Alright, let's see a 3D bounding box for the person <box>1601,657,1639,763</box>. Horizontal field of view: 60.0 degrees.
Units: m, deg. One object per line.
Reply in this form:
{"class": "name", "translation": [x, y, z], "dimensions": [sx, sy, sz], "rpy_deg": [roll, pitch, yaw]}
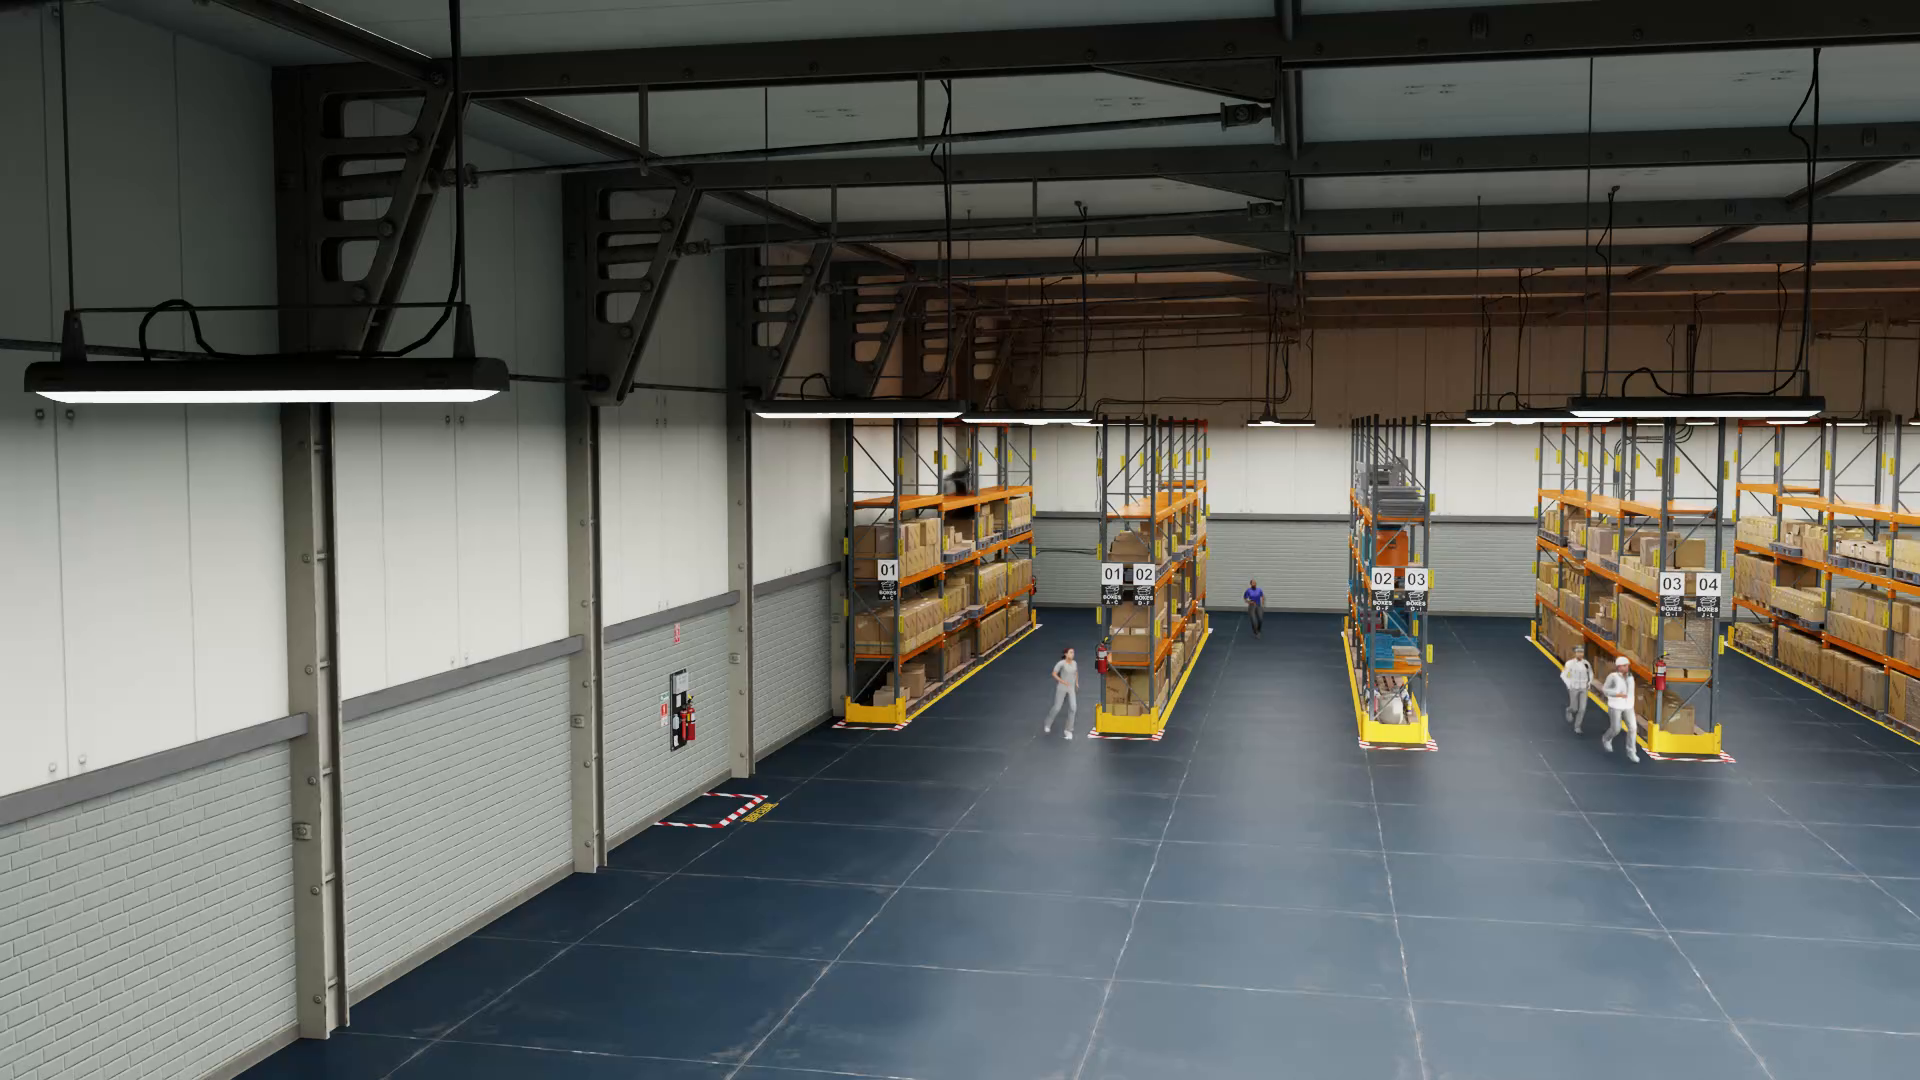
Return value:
{"class": "person", "translation": [11.503, 2.912, 28.969], "dimensions": [0.692, 1.786, 0.927], "rpy_deg": [-1, 4, -9]}

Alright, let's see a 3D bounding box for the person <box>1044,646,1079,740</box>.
{"class": "person", "translation": [1.984, 2.827, 31.049], "dimensions": [0.649, 1.683, 0.846], "rpy_deg": [-2, 4, -25]}

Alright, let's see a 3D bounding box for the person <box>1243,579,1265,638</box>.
{"class": "person", "translation": [8.060, 1.880, 45.488], "dimensions": [0.610, 1.612, 0.539], "rpy_deg": [0, 4, -1]}

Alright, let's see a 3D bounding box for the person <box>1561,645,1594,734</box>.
{"class": "person", "translation": [11.706, 2.801, 31.493], "dimensions": [0.615, 1.658, 0.642], "rpy_deg": [0, 4, 5]}
